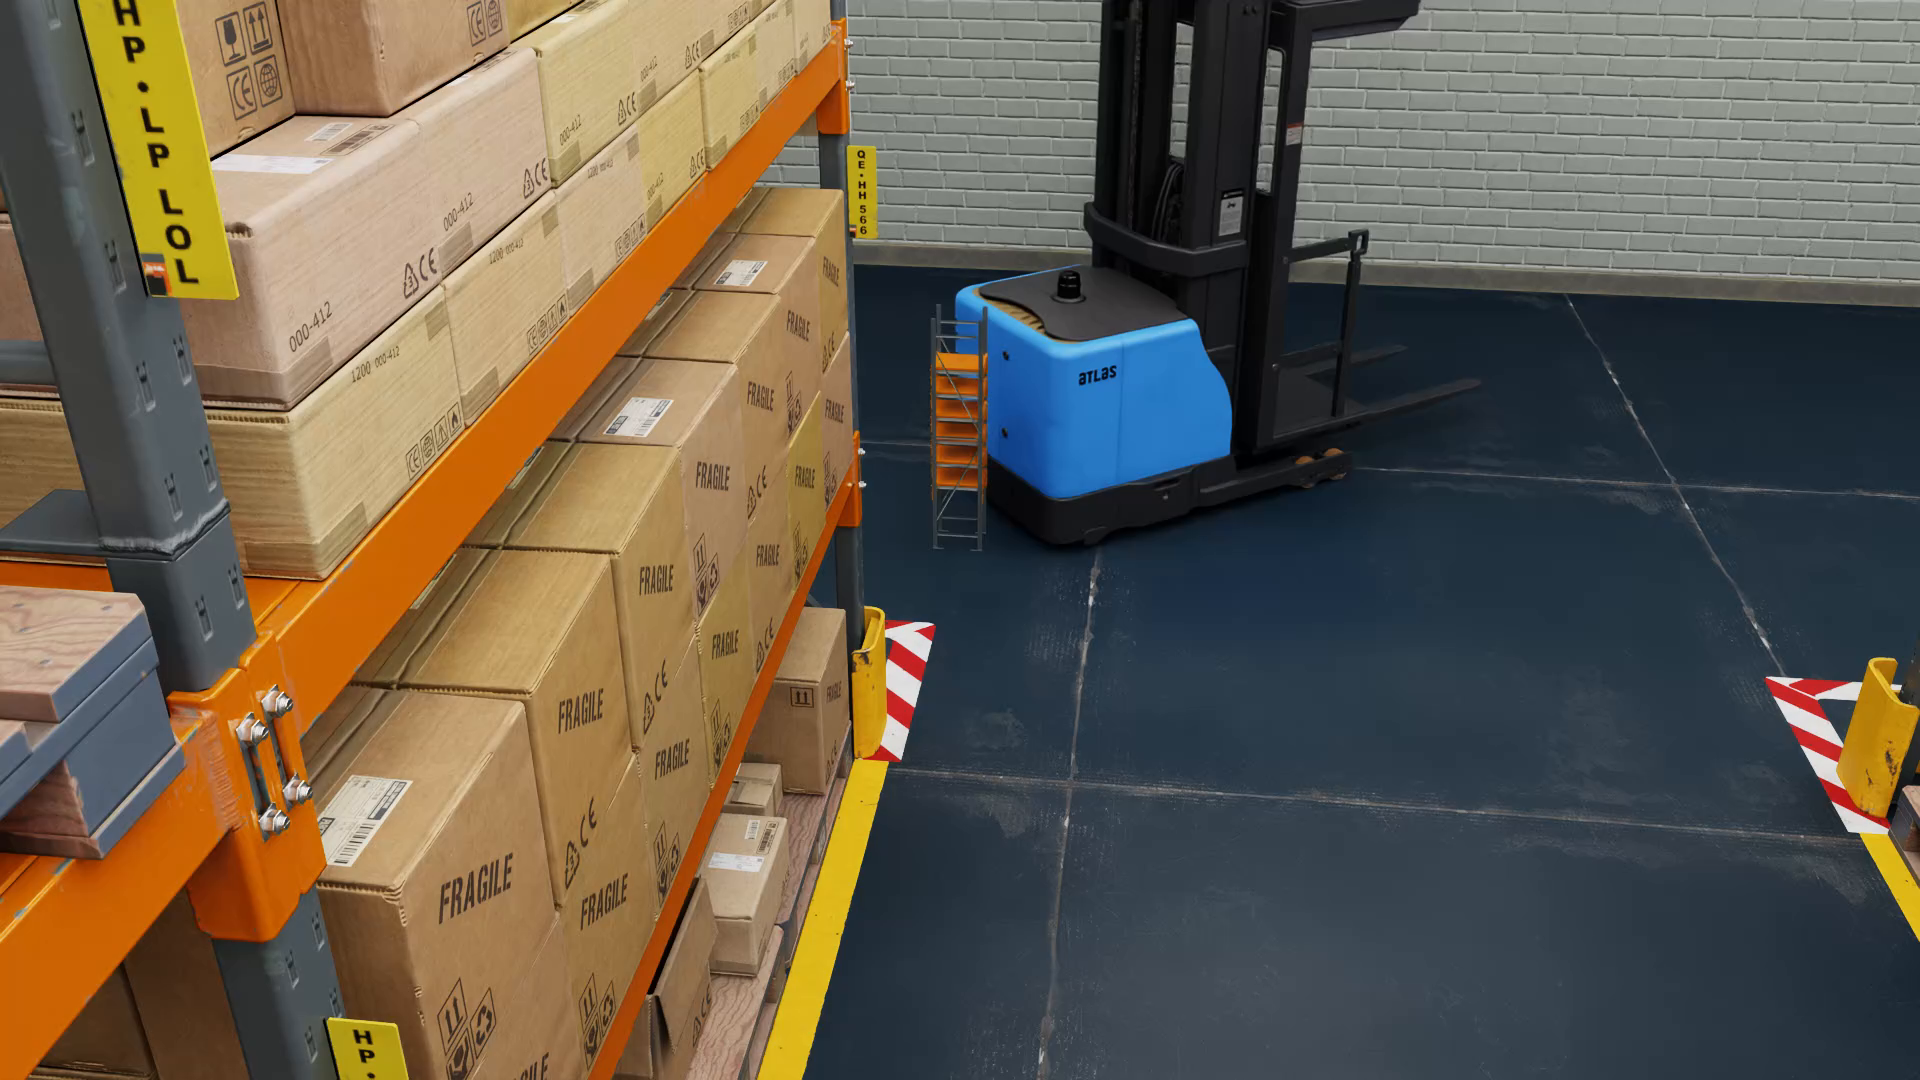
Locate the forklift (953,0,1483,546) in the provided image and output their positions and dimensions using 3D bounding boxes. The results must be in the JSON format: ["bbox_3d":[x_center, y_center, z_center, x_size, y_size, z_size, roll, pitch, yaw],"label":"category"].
[{"bbox_3d":[1.496,-1.763,8.432,3.031,2.935,1.130,-15,32,-26],"label":"forklift"}]

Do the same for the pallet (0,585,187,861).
[{"bbox_3d":[-1.526,0.351,1.471,1.213,0.211,1.003,3,28,6],"label":"pallet"}]

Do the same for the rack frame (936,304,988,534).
[{"bbox_3d":[0.009,-0.564,8.033,0.240,1.200,0.006,3,28,6],"label":"rack frame"}]

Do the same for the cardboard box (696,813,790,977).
[{"bbox_3d":[-0.854,1.136,5.414,0.500,0.250,0.500,3,28,6],"label":"cardboard box"}]

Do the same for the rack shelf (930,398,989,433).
[{"bbox_3d":[-0.002,-0.588,7.917,0.258,0.103,0.180,3,28,6],"label":"rack shelf"}]

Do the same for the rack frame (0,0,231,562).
[{"bbox_3d":[-1.376,-1.355,1.277,1.000,3.000,0.127,3,28,6],"label":"rack frame"}]

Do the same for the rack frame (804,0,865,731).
[{"bbox_3d":[-0.886,-0.597,6.195,1.000,3.000,0.127,3,28,6],"label":"rack frame"}]

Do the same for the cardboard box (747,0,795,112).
[{"bbox_3d":[-0.759,-1.359,4.606,0.500,0.250,0.500,3,28,6],"label":"cardboard box"}]

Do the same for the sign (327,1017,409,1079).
[{"bbox_3d":[-0.825,0.807,2.369,0.100,0.325,0.005,3,28,6],"label":"sign"}]

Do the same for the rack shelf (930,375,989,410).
[{"bbox_3d":[-0.002,-0.694,7.860,0.258,0.103,0.180,3,28,6],"label":"rack shelf"}]

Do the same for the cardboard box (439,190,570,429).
[{"bbox_3d":[-1.006,-0.418,2.859,0.500,0.250,0.500,3,28,6],"label":"cardboard box"}]

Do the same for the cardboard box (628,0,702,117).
[{"bbox_3d":[-0.877,-1.108,3.613,0.500,0.250,0.500,3,28,6],"label":"cardboard box"}]

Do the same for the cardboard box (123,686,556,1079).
[{"bbox_3d":[-1.039,0.597,2.820,0.500,0.500,0.500,4,29,8],"label":"cardboard box"}]

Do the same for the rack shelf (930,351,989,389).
[{"bbox_3d":[-0.002,-0.799,7.803,0.258,0.103,0.180,3,28,6],"label":"rack shelf"}]

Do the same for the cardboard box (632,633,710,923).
[{"bbox_3d":[-0.920,0.542,3.977,0.500,0.500,0.500,3,28,6],"label":"cardboard box"}]

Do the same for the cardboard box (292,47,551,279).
[{"bbox_3d":[-1.011,-0.638,2.741,0.500,0.250,0.500,3,28,6],"label":"cardboard box"}]

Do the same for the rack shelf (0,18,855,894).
[{"bbox_3d":[-1.131,-0.659,3.907,1.077,0.370,4.000,3,28,6],"label":"rack shelf"}]

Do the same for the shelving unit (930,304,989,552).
[{"bbox_3d":[-0.002,-0.521,7.953,0.258,1.200,0.189,3,28,6],"label":"shelving unit"}]

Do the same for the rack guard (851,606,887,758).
[{"bbox_3d":[-0.895,0.540,6.721,1.175,0.500,0.348,3,28,6],"label":"rack guard"}]

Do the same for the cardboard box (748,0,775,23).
[{"bbox_3d":[-0.757,-1.579,4.487,0.500,0.250,0.500,3,28,6],"label":"cardboard box"}]

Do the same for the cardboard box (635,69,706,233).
[{"bbox_3d":[-0.885,-0.889,3.733,0.500,0.250,0.500,3,28,6],"label":"cardboard box"}]

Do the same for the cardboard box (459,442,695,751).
[{"bbox_3d":[-0.913,0.112,3.720,0.500,0.500,0.500,3,28,5],"label":"cardboard box"}]

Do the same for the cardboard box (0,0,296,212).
[{"bbox_3d":[-1.354,-0.750,2.157,0.700,0.500,0.500,3,28,6],"label":"cardboard box"}]

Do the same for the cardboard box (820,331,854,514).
[{"bbox_3d":[-0.671,-0.414,5.750,0.500,0.500,0.500,4,29,8],"label":"cardboard box"}]

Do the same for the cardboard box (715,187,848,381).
[{"bbox_3d":[-0.668,-0.855,5.515,0.500,0.500,0.500,3,28,6],"label":"cardboard box"}]

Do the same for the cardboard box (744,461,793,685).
[{"bbox_3d":[-0.797,0.065,4.861,0.500,0.500,0.500,4,29,7],"label":"cardboard box"}]

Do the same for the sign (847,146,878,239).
[{"bbox_3d":[-0.338,-1.204,5.768,0.100,0.325,0.005,3,28,6],"label":"sign"}]

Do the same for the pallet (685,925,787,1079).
[{"bbox_3d":[-1.144,1.615,5.030,1.003,0.211,1.213,3,28,6],"label":"pallet"}]

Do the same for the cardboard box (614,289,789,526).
[{"bbox_3d":[-0.788,-0.373,4.620,0.500,0.500,0.500,4,29,8],"label":"cardboard box"}]

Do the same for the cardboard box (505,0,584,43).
[{"bbox_3d":[-1.097,-1.212,3.016,0.700,0.500,0.500,3,28,6],"label":"cardboard box"}]

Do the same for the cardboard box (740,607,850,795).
[{"bbox_3d":[-0.708,0.580,6.182,0.500,0.500,0.500,3,28,6],"label":"cardboard box"}]

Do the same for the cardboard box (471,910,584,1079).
[{"bbox_3d":[-1.043,1.018,3.092,0.500,0.500,0.500,4,29,8],"label":"cardboard box"}]
